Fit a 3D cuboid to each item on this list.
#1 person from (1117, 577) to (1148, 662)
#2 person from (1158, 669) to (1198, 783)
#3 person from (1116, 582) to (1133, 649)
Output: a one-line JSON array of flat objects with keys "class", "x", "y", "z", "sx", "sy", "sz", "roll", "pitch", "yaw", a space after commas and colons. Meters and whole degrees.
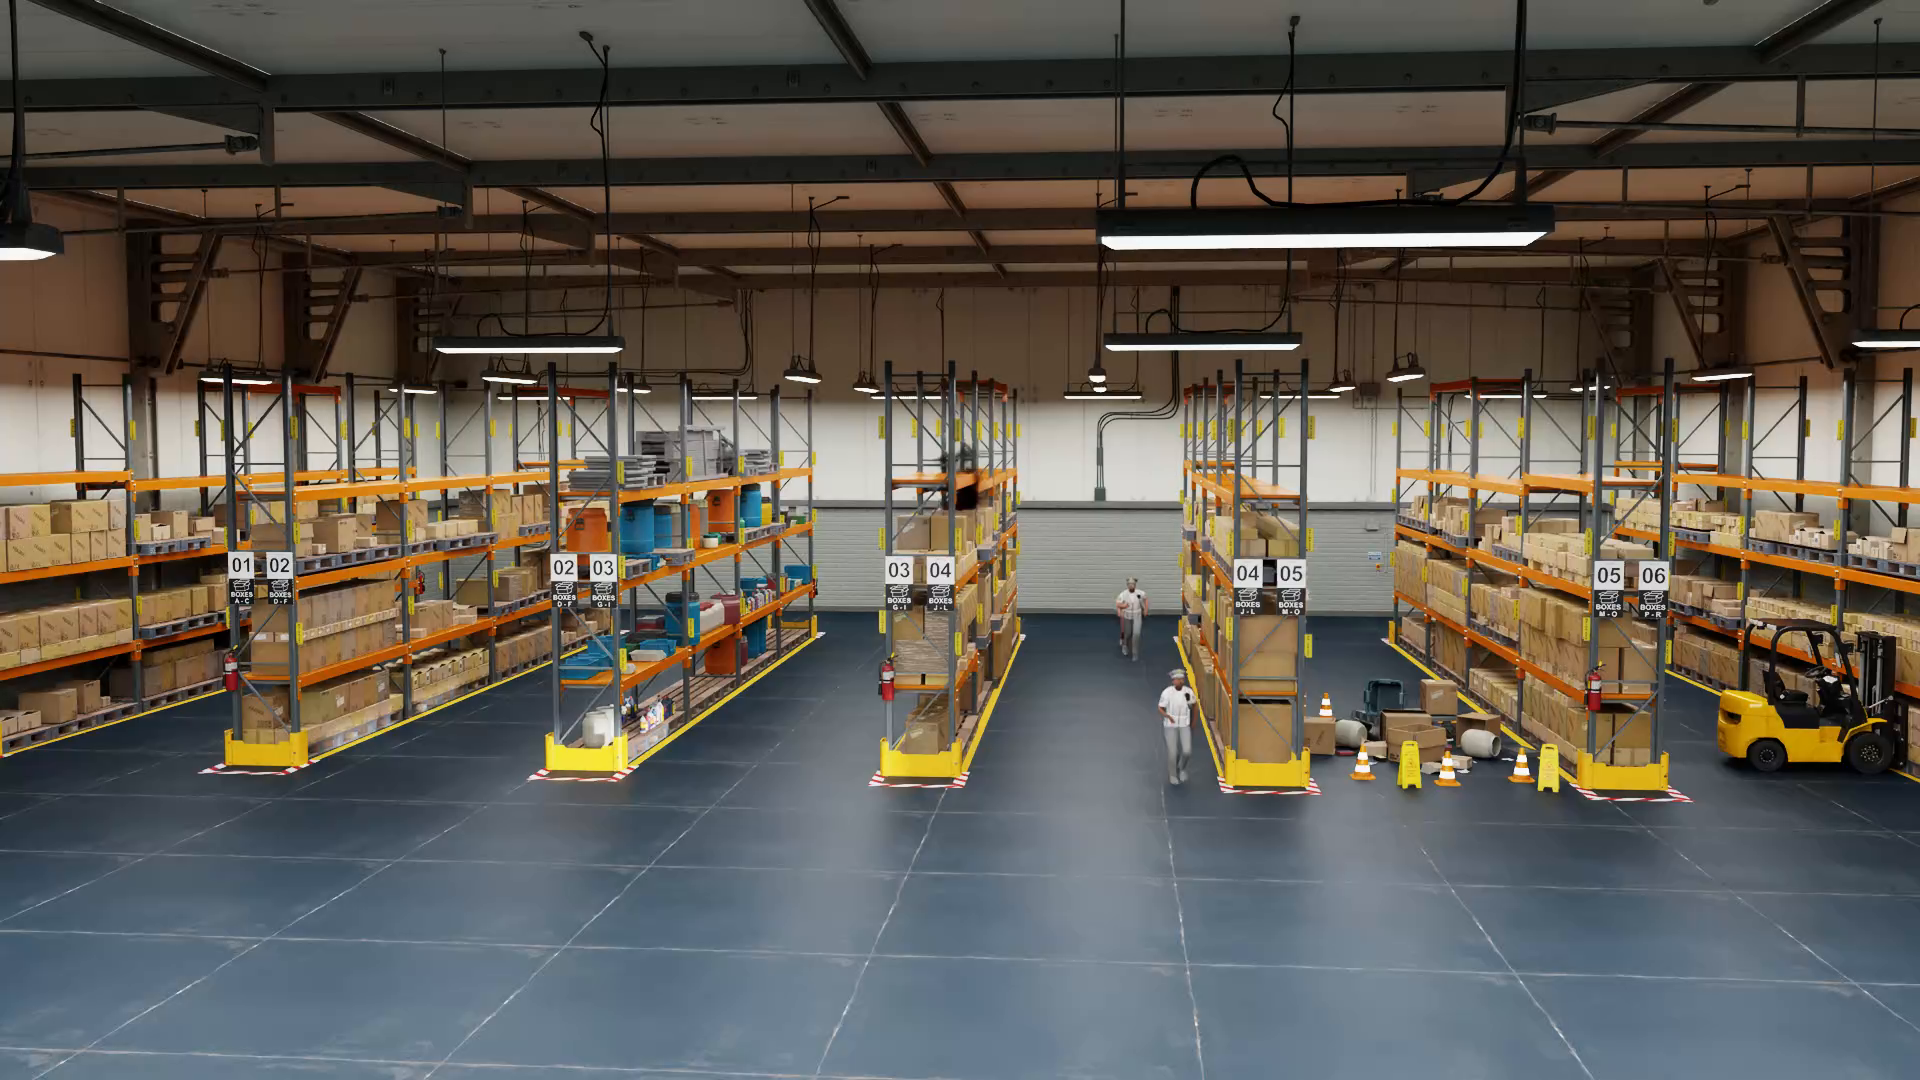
[{"class": "person", "x": 3.791, "y": 1.726, "z": 36.492, "sx": 0.672, "sy": 1.830, "sz": 0.945, "roll": 1, "pitch": 4, "yaw": 9}, {"class": "person", "x": 3.089, "y": 2.633, "z": 23.450, "sx": 0.603, "sy": 1.658, "sz": 0.608, "roll": 0, "pitch": 4, "yaw": -2}, {"class": "person", "x": 3.839, "y": 1.721, "z": 37.749, "sx": 0.595, "sy": 1.612, "sz": 0.574, "roll": 0, "pitch": 4, "yaw": -3}]
